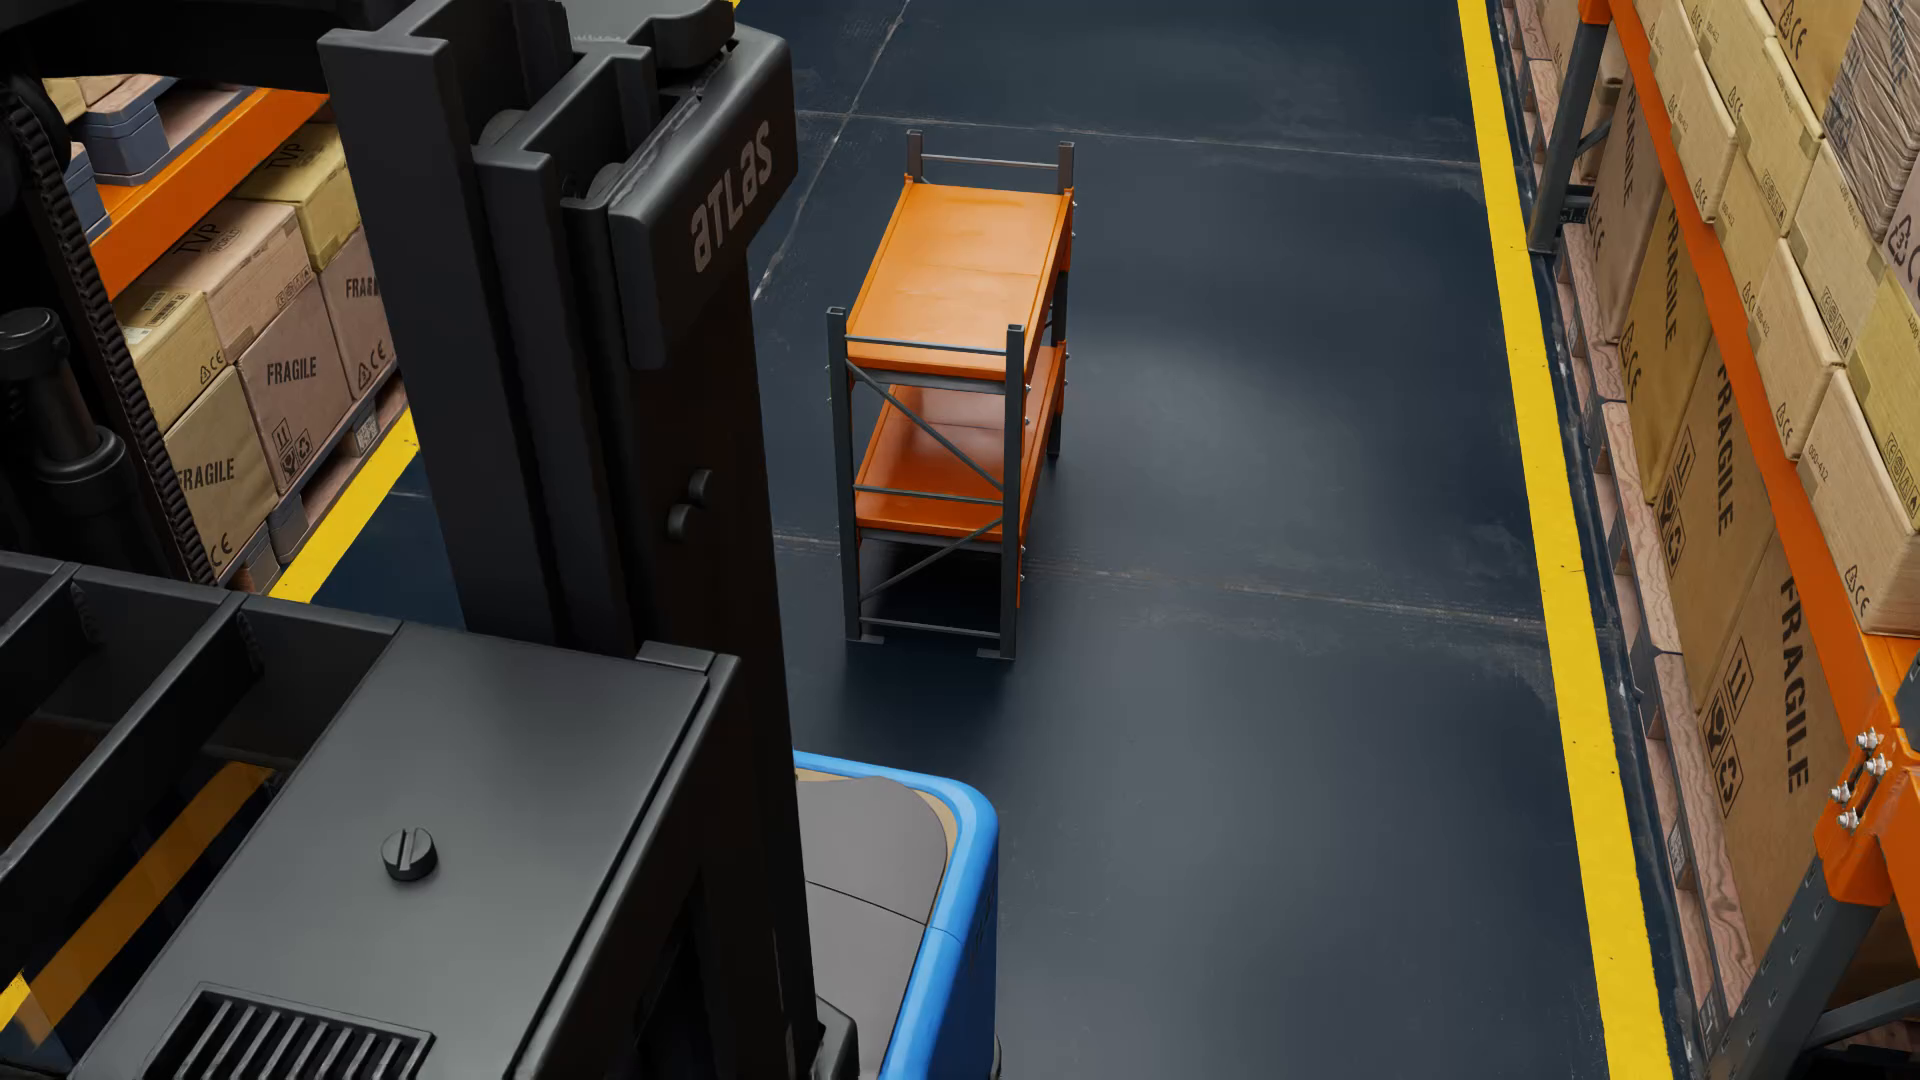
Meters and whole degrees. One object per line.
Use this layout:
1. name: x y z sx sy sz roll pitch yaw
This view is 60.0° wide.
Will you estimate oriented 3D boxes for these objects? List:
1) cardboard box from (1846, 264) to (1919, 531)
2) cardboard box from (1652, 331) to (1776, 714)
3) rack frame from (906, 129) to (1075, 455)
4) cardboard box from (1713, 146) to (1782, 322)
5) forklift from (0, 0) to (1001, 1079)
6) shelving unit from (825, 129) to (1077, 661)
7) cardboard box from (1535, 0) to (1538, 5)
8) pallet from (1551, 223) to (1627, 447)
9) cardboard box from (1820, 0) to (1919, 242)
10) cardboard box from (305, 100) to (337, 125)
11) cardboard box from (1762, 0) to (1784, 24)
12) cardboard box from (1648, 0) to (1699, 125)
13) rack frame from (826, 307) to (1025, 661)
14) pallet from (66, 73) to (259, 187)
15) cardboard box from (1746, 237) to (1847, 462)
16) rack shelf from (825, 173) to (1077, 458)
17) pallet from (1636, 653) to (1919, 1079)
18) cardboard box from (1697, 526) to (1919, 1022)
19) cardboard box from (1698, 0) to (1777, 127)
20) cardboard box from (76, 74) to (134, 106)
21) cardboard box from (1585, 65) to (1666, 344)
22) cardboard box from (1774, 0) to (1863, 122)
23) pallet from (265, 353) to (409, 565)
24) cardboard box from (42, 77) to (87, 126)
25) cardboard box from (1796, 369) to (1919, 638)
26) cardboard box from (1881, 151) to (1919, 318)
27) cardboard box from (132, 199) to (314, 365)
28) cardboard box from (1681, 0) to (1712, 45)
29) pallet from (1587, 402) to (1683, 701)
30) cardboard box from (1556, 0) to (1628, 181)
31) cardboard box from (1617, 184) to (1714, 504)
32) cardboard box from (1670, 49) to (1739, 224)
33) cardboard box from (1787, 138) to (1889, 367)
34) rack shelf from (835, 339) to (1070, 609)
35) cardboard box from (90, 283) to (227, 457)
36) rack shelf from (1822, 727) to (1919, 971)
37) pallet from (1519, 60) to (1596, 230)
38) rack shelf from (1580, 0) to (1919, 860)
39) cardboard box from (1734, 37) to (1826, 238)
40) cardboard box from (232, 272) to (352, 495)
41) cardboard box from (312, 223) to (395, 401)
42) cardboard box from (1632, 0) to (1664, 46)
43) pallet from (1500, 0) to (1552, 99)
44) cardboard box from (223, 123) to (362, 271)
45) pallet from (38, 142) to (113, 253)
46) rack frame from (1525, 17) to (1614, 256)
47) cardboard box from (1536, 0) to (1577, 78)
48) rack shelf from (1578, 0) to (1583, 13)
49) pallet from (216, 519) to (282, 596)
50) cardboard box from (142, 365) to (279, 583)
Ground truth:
1. cardboard box: 1.910 -0.238 2.909 0.500 0.250 0.500 6 40 8
2. cardboard box: 2.436 -0.098 4.352 0.875 0.875 0.875 7 40 8
3. rack frame: 0.089 -0.757 5.283 0.500 1.125 0.032 6 40 8
4. cardboard box: 2.084 -0.696 3.855 0.500 0.250 0.500 6 40 7
5. forklift: -0.761 0.986 1.758 1.130 2.935 3.031 9 40 11
6. shelving unit: 0.001 -0.438 4.897 0.538 1.125 1.048 6 40 8
7. cardboard box: 3.295 -2.966 8.164 0.875 0.438 0.875 7 40 9
8. pallet: 2.709 -0.714 5.948 1.003 0.211 1.213 6 40 8
9. cardboard box: 1.989 -0.871 3.087 0.500 0.500 0.500 7 40 8
10. cardboard box: -2.106 -1.435 5.675 0.500 0.250 0.500 8 40 10
11. cardboard box: 2.176 -1.499 3.846 0.500 0.500 0.500 6 40 7
12. cardboard box: 2.240 -1.332 4.625 0.500 0.250 0.500 6 40 7
13. rack frame: -0.087 -0.119 4.511 0.500 1.125 0.032 6 40 8
14. pallet: -2.514 -1.426 4.772 1.003 0.211 1.213 6 40 8
15. cardboard box: 1.981 -0.382 3.475 0.500 0.250 0.500 7 40 8
16. rack shelf: 0.001 -0.663 4.710 0.538 0.278 1.000 6 40 8
17. pallet: 2.287 0.817 4.096 1.003 0.211 1.213 6 40 8
18. cardboard box: 2.278 0.462 3.676 0.875 0.875 0.875 6 40 7
19. cardboard box: 2.153 -1.210 4.084 0.500 0.250 0.500 5 40 6
20. cardboard box: -2.358 -1.252 4.278 0.380 0.149 0.250 8 40 9
21. cardboard box: 2.740 -1.227 5.717 0.875 0.875 0.875 8 40 9
22. cardboard box: 2.082 -1.182 3.463 0.500 0.500 0.500 6 40 8
23. pallet: -2.466 -0.433 5.607 1.003 0.211 1.213 6 40 8
24. cardboard box: -2.402 -1.084 4.075 0.380 0.149 0.250 8 40 10
25. cardboard box: 1.908 -0.059 3.085 0.500 0.250 0.500 5 40 6
26. cardboard box: 1.908 -0.548 2.696 0.500 0.500 0.500 5 40 6
27. cardboard box: -2.273 -0.775 4.876 0.500 0.250 0.500 7 40 8
28. cardboard box: 2.239 -1.527 4.469 0.500 0.250 0.500 7 40 8
29. pallet: 2.501 0.054 5.019 1.003 0.211 1.213 6 40 8
30. cardboard box: 2.983 -1.838 6.800 0.875 0.438 0.875 6 40 7
31. cardboard box: 2.592 -0.659 5.031 0.875 0.875 0.875 7 40 9
32. cardboard box: 2.145 -1.019 4.246 0.500 0.250 0.500 6 40 7
33. cardboard box: 1.995 -0.560 3.299 0.500 0.250 0.500 5 40 7
34. rack shelf: 0.001 -0.249 5.052 0.538 0.278 1.000 6 40 8
35. cardboard box: -2.371 -0.465 4.502 0.500 0.250 0.500 6 40 7
36. rack shelf: 1.730 1.761 1.330 1.077 0.370 4.000 6 40 8
37. pallet: 2.977 -1.675 7.111 1.003 0.211 1.213 6 40 8
38. rack shelf: 2.423 -0.749 4.367 1.077 0.370 4.000 6 40 8
39. cardboard box: 2.064 -0.884 3.690 0.500 0.250 0.500 5 40 7
40. cardboard box: -2.275 -0.506 5.141 0.500 0.500 0.500 5 40 7
41. cardboard box: -2.186 -0.827 5.528 0.500 0.500 0.500 6 40 7
42. cardboard box: 2.345 -1.652 5.011 0.500 0.250 0.500 5 40 7
43. pallet: 3.186 -2.443 8.040 1.003 0.211 1.213 6 40 8
44. cardboard box: -2.184 -1.102 5.272 0.500 0.250 0.500 5 40 6
45. pallet: -2.798 -0.639 3.819 1.213 0.211 1.003 6 40 8
46. rack frame: 2.769 -2.281 5.655 1.000 3.000 0.127 6 40 8
47. cardboard box: 3.137 -2.400 7.480 0.875 0.438 0.875 5 40 6
48. rack shelf: 3.115 -3.259 7.403 1.077 0.370 4.000 6 40 8
49. pallet: -2.680 0.331 4.684 1.003 0.211 1.213 6 40 8
50. cardboard box: -2.359 -0.184 4.750 0.500 0.500 0.500 7 40 8
